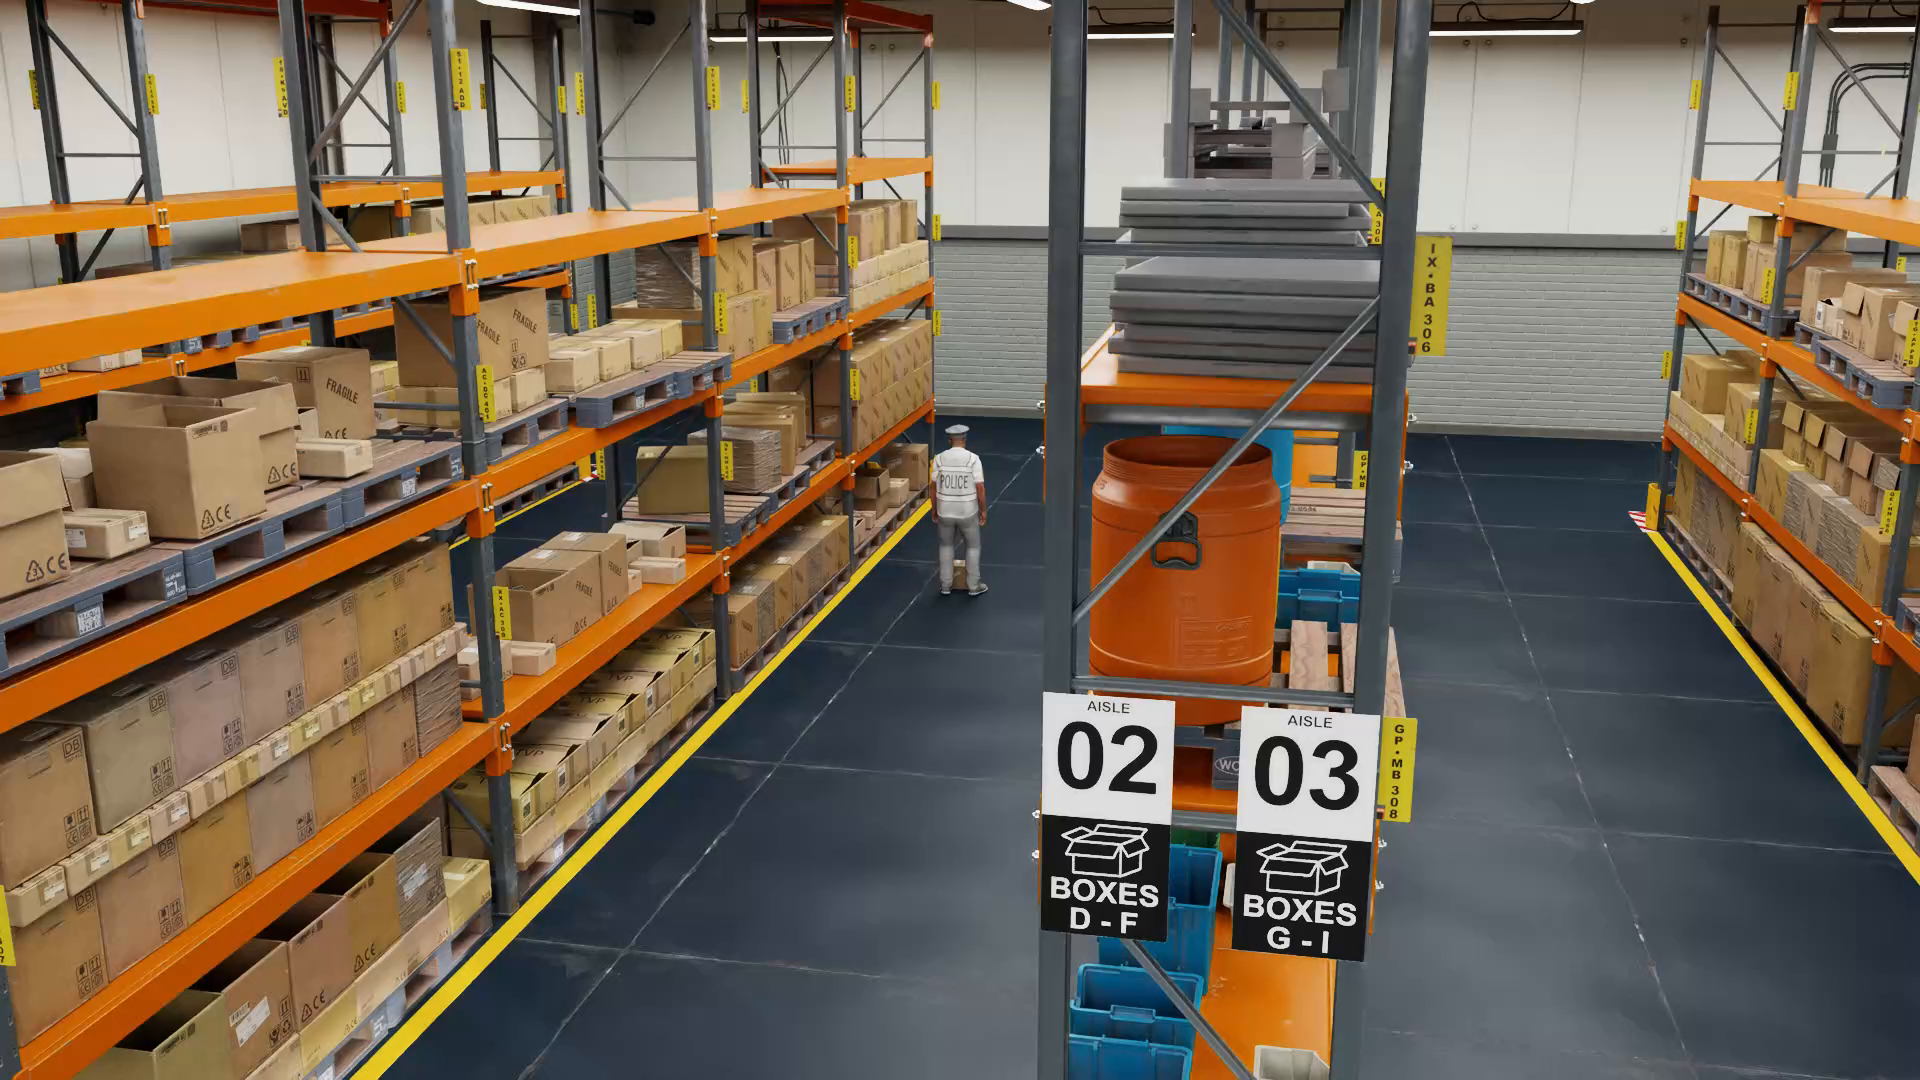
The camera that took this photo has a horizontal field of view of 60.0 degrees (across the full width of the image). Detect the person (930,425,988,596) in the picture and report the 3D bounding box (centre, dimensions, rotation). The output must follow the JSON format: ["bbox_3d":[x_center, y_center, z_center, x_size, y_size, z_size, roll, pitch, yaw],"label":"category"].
[{"bbox_3d":[-0.019,-0.293,17.123,0.586,1.748,0.439,3,15,11],"label":"person"}]
